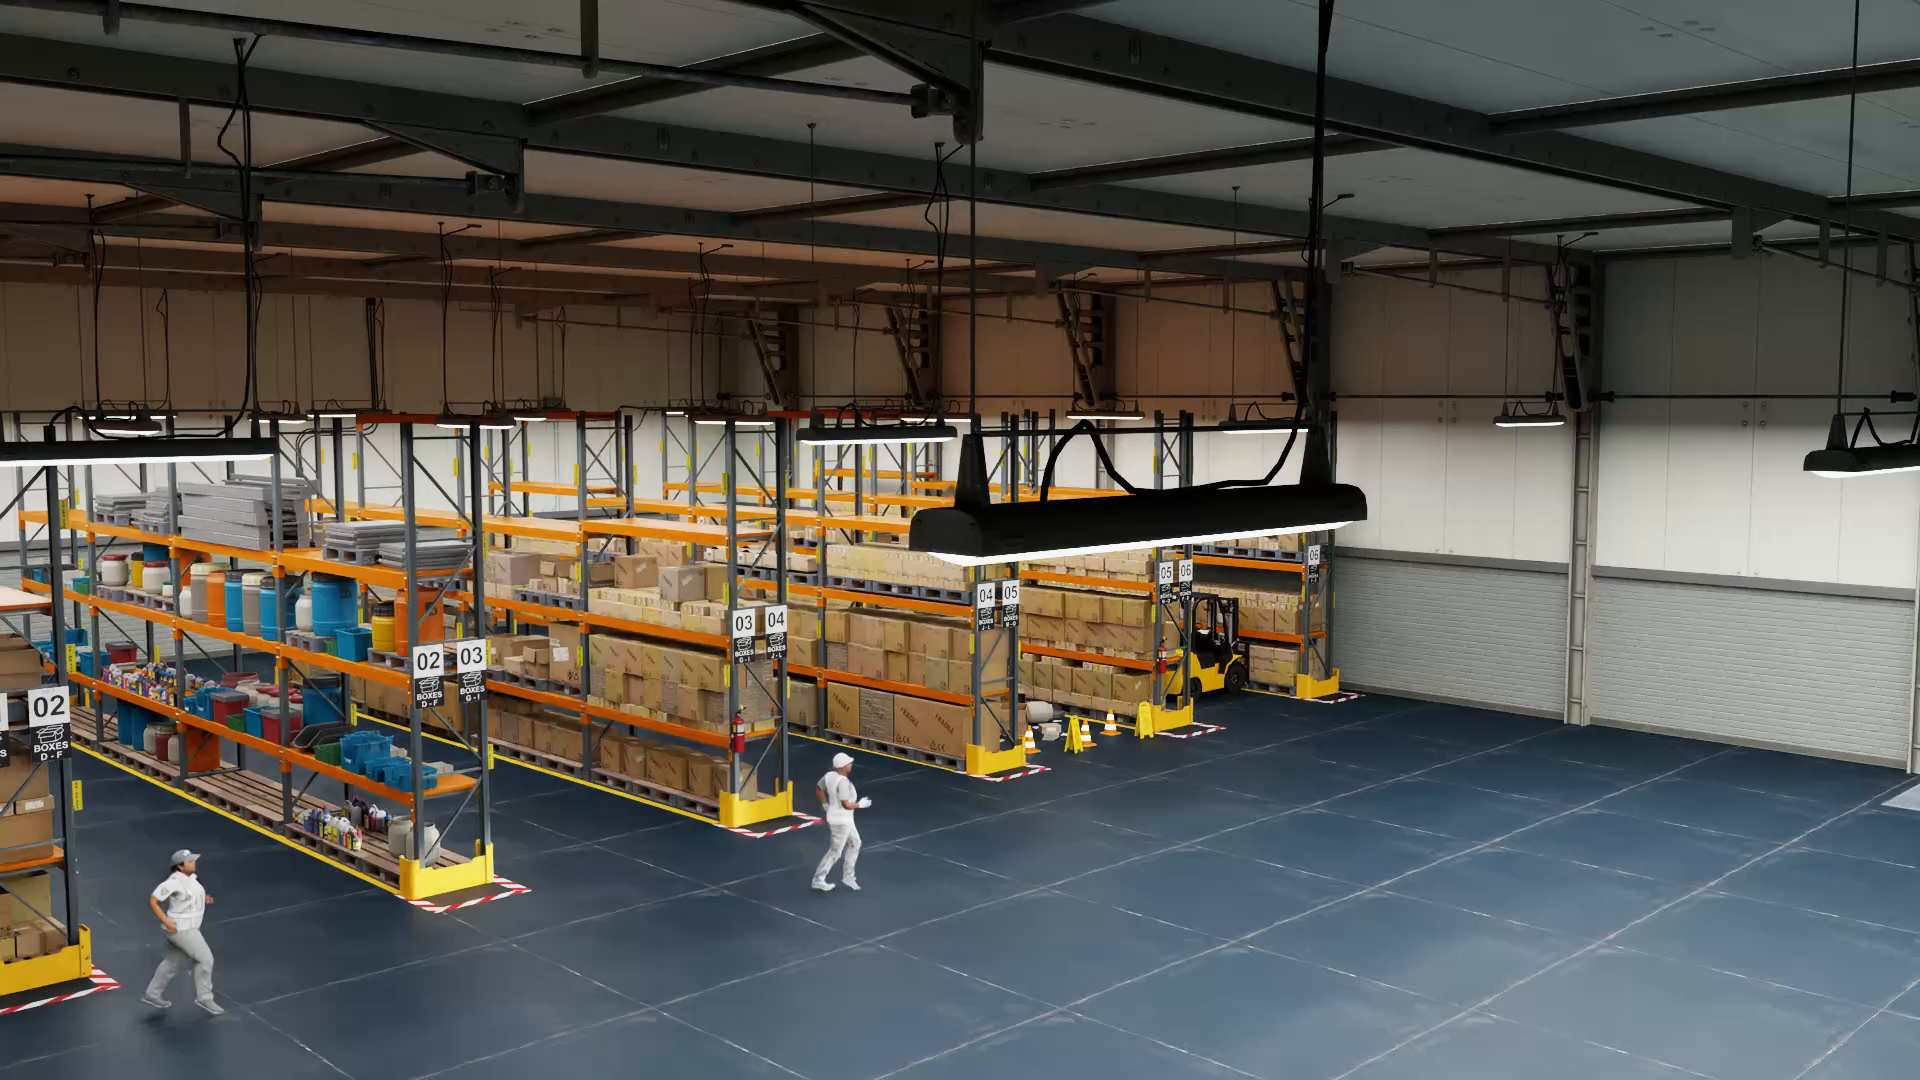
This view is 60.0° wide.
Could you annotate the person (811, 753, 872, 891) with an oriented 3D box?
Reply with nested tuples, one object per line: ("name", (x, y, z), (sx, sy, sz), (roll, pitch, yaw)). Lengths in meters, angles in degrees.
("person", (-1.513, 3.622, 21.132), (0.778, 1.848, 0.663), (-1, 5, -12))

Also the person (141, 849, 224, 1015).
("person", (-7.990, 4.013, 17.076), (0.788, 1.701, 0.604), (-1, 5, -16))
